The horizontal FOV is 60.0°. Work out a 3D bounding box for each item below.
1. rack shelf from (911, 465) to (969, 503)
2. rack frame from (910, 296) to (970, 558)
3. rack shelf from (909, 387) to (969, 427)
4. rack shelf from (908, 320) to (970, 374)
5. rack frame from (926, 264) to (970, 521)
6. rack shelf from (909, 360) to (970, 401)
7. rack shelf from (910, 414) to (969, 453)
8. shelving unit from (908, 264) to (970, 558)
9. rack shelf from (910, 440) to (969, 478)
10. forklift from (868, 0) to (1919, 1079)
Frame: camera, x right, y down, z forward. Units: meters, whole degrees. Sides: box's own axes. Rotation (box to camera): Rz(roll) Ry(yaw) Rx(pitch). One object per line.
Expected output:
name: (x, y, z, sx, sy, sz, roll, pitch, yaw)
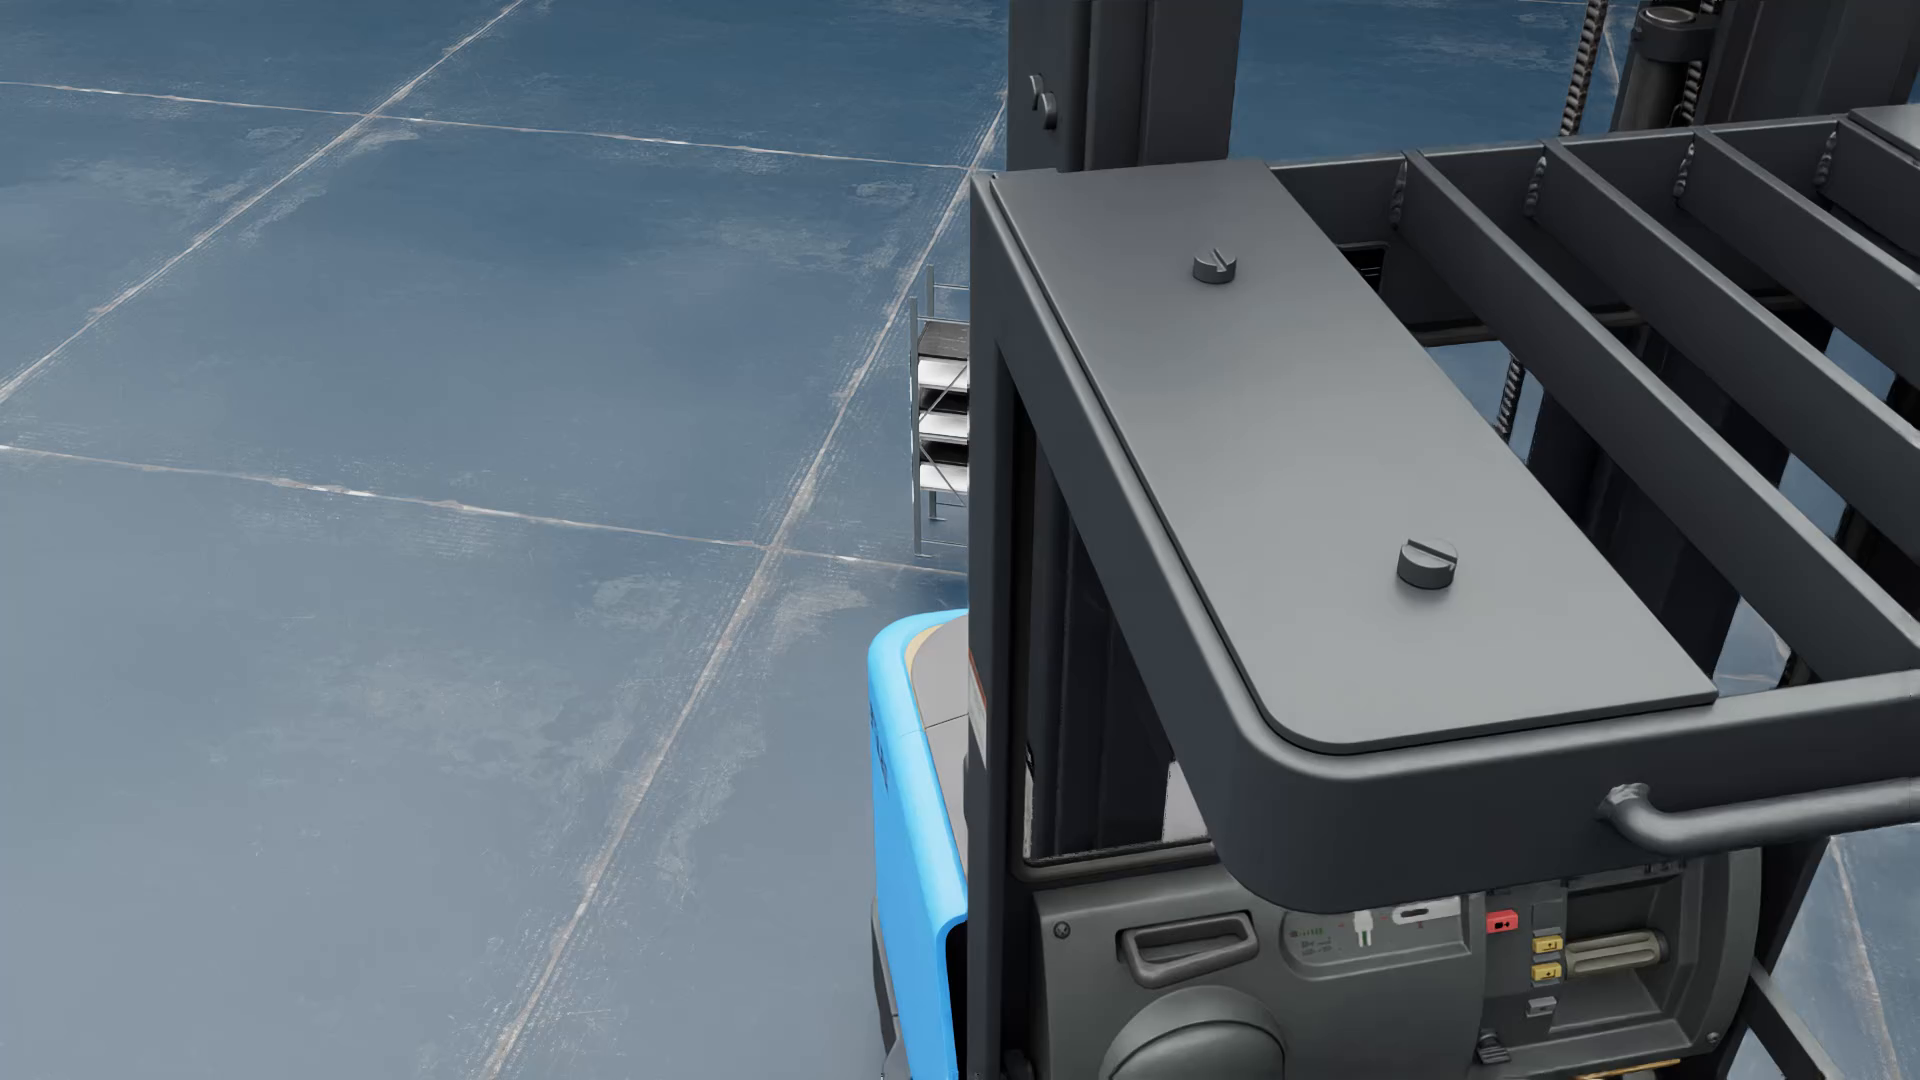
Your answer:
rack shelf: (-0.002, -0.187, 5.105, 0.258, 0.077, 0.200, 7, 37, 10)
rack frame: (-0.023, -0.301, 4.899, 0.240, 0.900, 0.006, 7, 37, 10)
rack shelf: (-0.002, -0.406, 4.946, 0.258, 0.077, 0.200, 7, 37, 10)
rack shelf: (-0.002, -0.551, 4.841, 0.258, 0.077, 0.200, 7, 37, 10)
rack frame: (0.020, -0.418, 5.060, 0.240, 0.900, 0.006, 7, 37, 10)
rack shelf: (-0.002, -0.478, 4.893, 0.258, 0.077, 0.200, 7, 37, 10)
rack shelf: (-0.002, -0.333, 4.999, 0.258, 0.077, 0.200, 7, 37, 10)
shelving unit: (-0.002, -0.360, 4.980, 0.258, 0.900, 0.210, 7, 37, 10)
rack shelf: (-0.002, -0.260, 5.052, 0.258, 0.077, 0.200, 7, 37, 10)
forklift: (0.599, 0.626, 1.888, 1.130, 2.935, 3.031, -7, 36, -9)
